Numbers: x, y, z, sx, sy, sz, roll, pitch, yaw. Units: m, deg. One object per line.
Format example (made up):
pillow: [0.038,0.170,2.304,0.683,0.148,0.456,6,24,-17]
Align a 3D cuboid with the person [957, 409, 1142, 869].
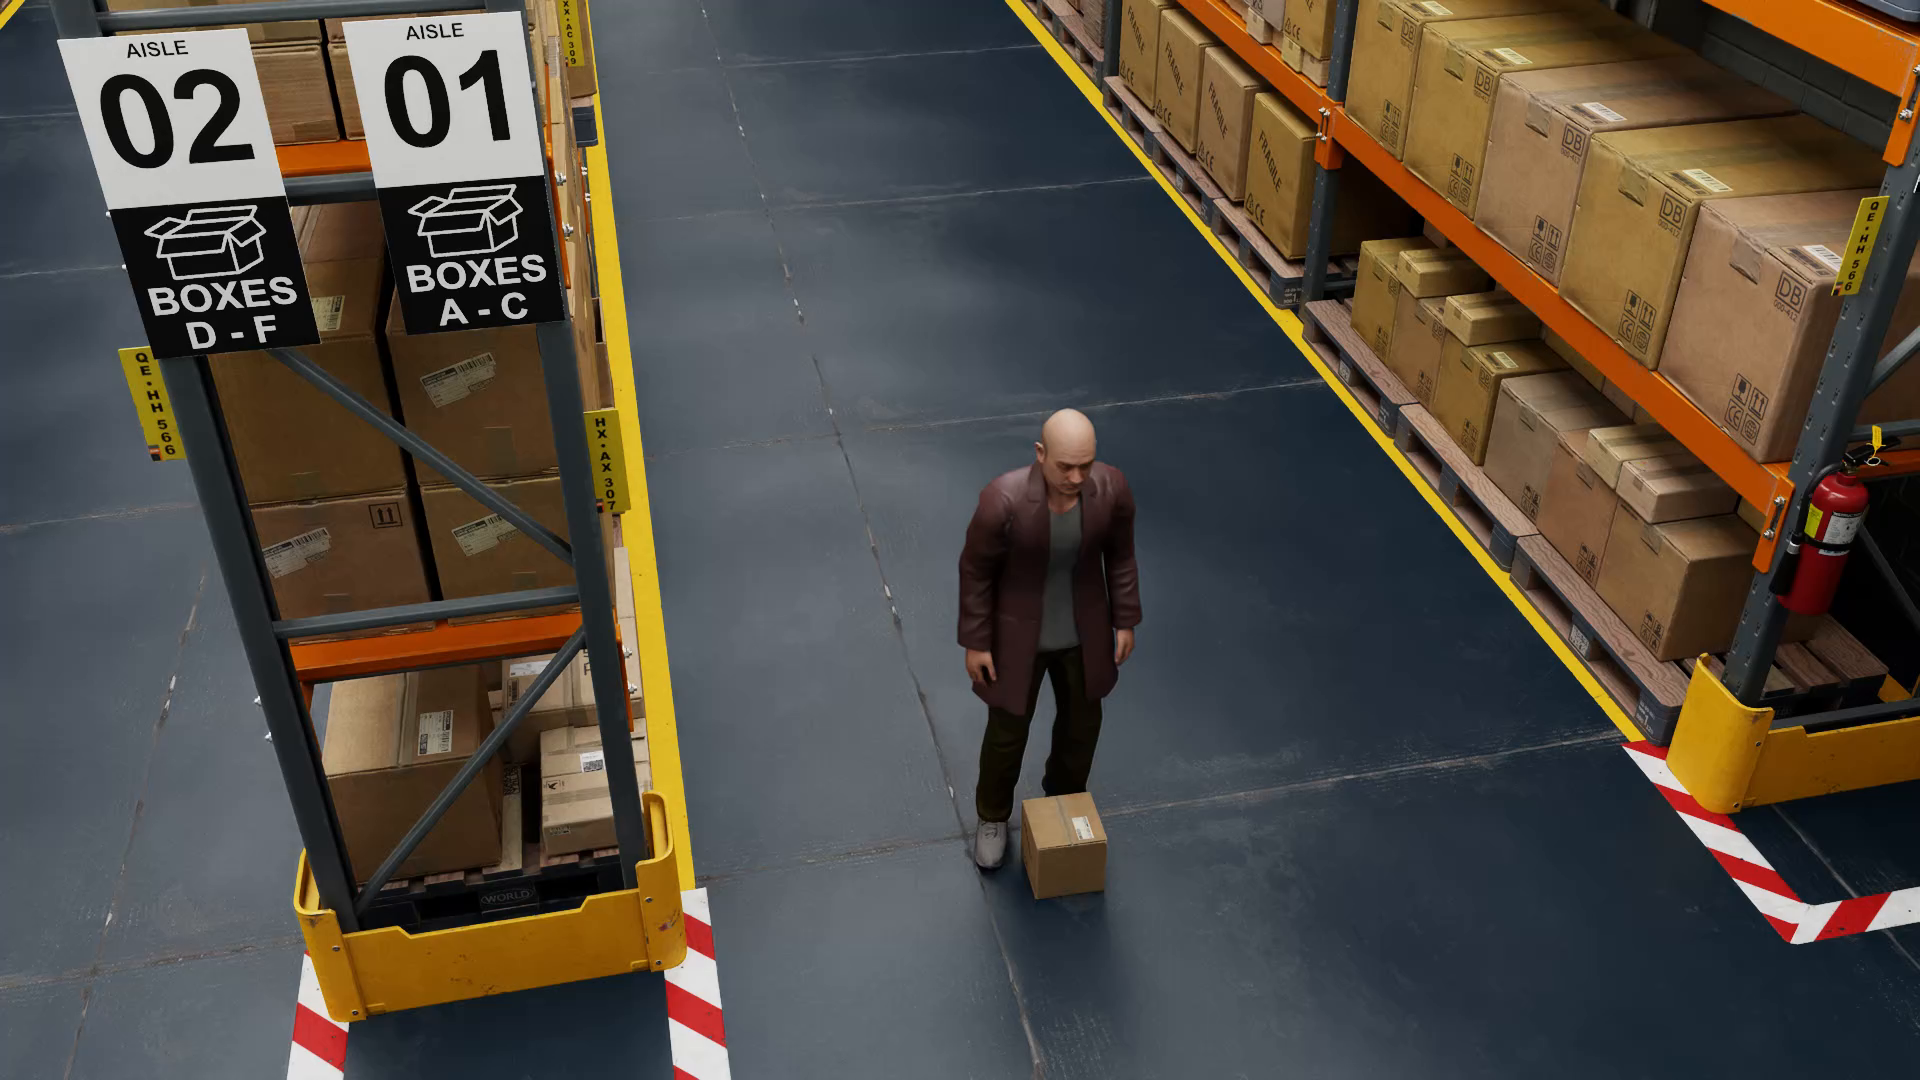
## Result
person: [0.307,0.320,5.680,0.651,1.773,0.417,-8,35,-11]
